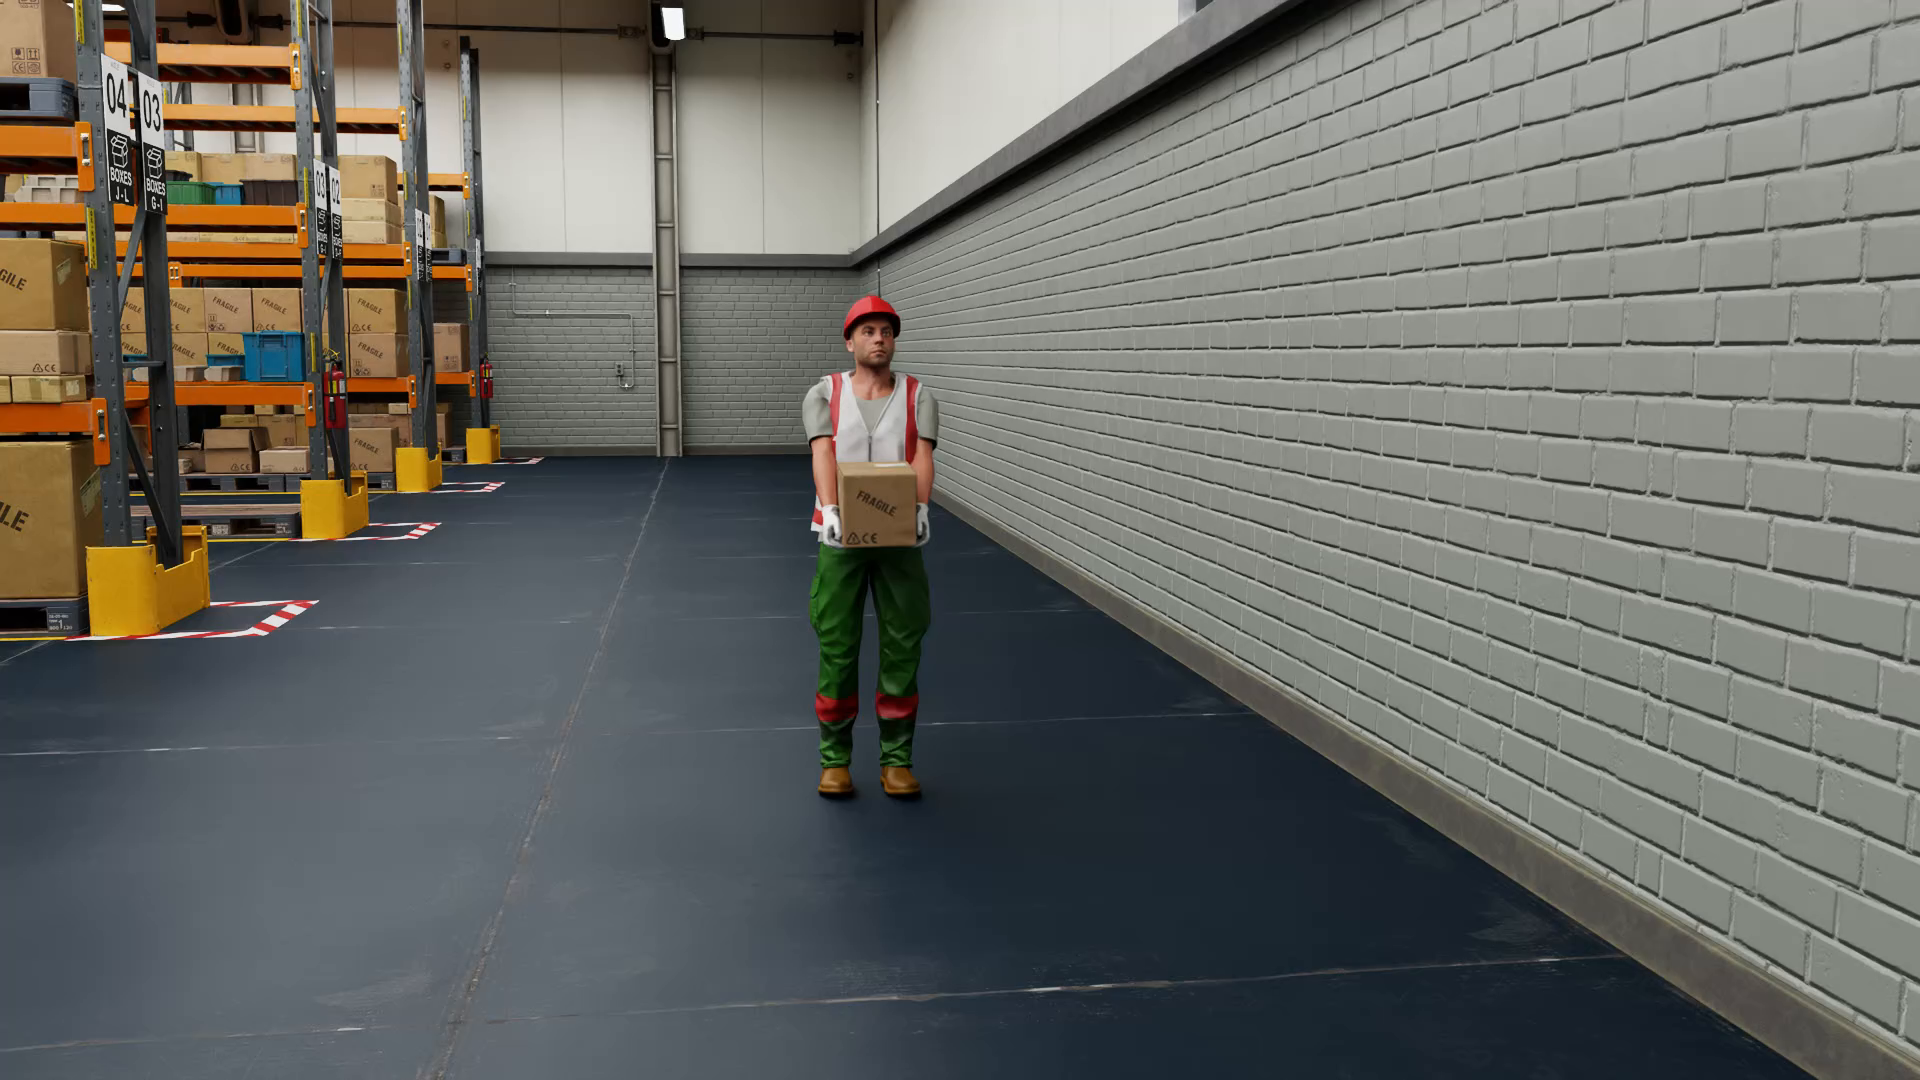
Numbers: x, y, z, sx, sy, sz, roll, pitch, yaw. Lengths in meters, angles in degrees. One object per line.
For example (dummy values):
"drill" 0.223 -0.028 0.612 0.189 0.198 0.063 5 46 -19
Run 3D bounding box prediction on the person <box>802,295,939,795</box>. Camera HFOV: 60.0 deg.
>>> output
"person" -0.301 0.025 5.908 0.494 1.783 0.563 -1 6 -9
